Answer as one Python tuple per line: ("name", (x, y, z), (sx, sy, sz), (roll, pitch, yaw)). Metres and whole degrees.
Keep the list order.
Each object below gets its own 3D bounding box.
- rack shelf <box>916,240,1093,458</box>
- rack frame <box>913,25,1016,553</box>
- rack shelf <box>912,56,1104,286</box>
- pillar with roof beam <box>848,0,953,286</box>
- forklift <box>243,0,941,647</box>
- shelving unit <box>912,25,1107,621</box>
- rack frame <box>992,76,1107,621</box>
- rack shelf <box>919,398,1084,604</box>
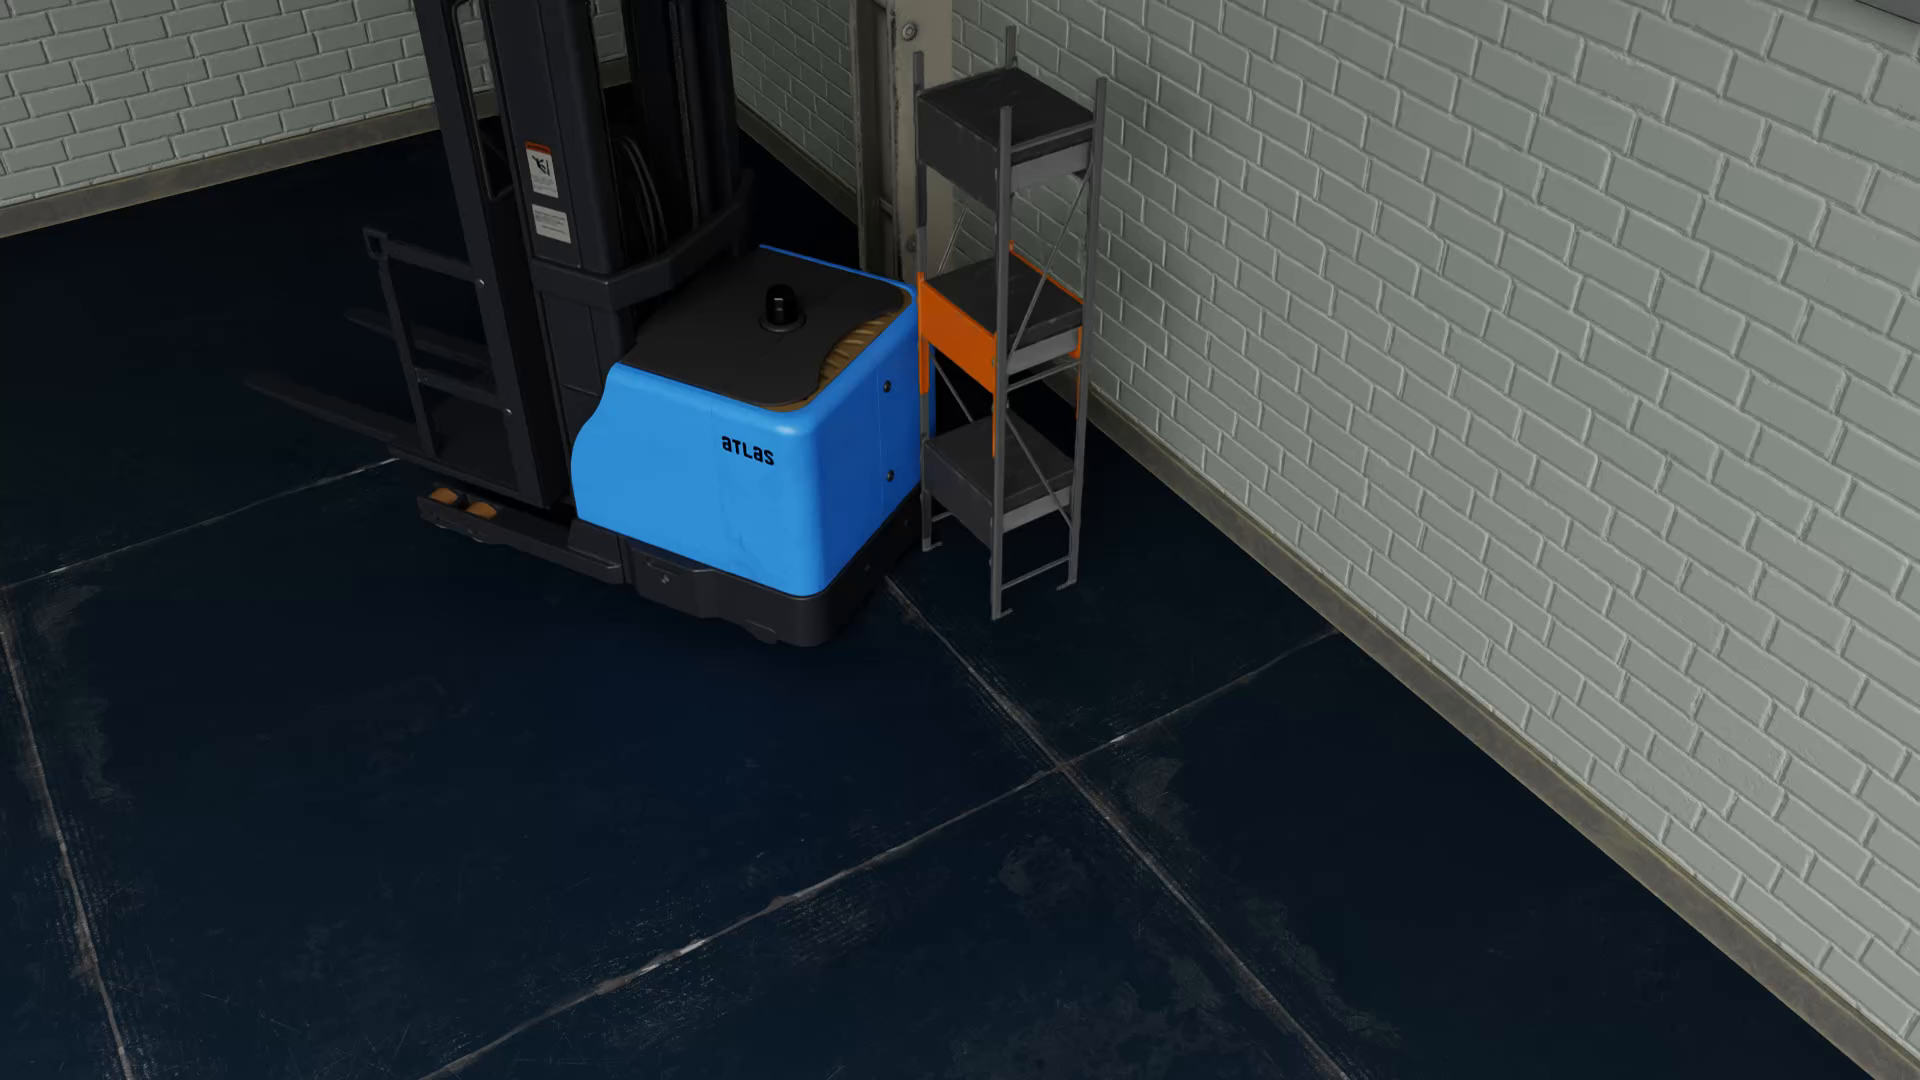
("rack shelf", (0.154, -0.691, 5.960), (0.431, 0.518, 0.480), (-23, 45, -26))
("rack frame", (0.017, -0.830, 6.106), (0.400, 2.100, 0.015), (-23, 45, -26))
("rack shelf", (0.154, -1.228, 5.512), (0.431, 0.518, 0.480), (-23, 45, -26))
("pillar with roof beam", (-3.894, -3.209, 3.572), (9.100, 9.000, 0.400), (-22, 45, -24))
("forklift", (-1.627, -1.395, 6.134), (3.031, 2.935, 1.130), (18, 43, 21))
("shelving unit", (0.154, -0.701, 5.951), (0.431, 2.100, 0.503), (-23, 45, -26))
("rack frame", (0.291, -0.572, 5.796), (0.400, 2.100, 0.015), (-23, 45, -26))
("rack shelf", (0.154, -0.153, 6.408), (0.431, 0.518, 0.480), (-23, 45, -26))
